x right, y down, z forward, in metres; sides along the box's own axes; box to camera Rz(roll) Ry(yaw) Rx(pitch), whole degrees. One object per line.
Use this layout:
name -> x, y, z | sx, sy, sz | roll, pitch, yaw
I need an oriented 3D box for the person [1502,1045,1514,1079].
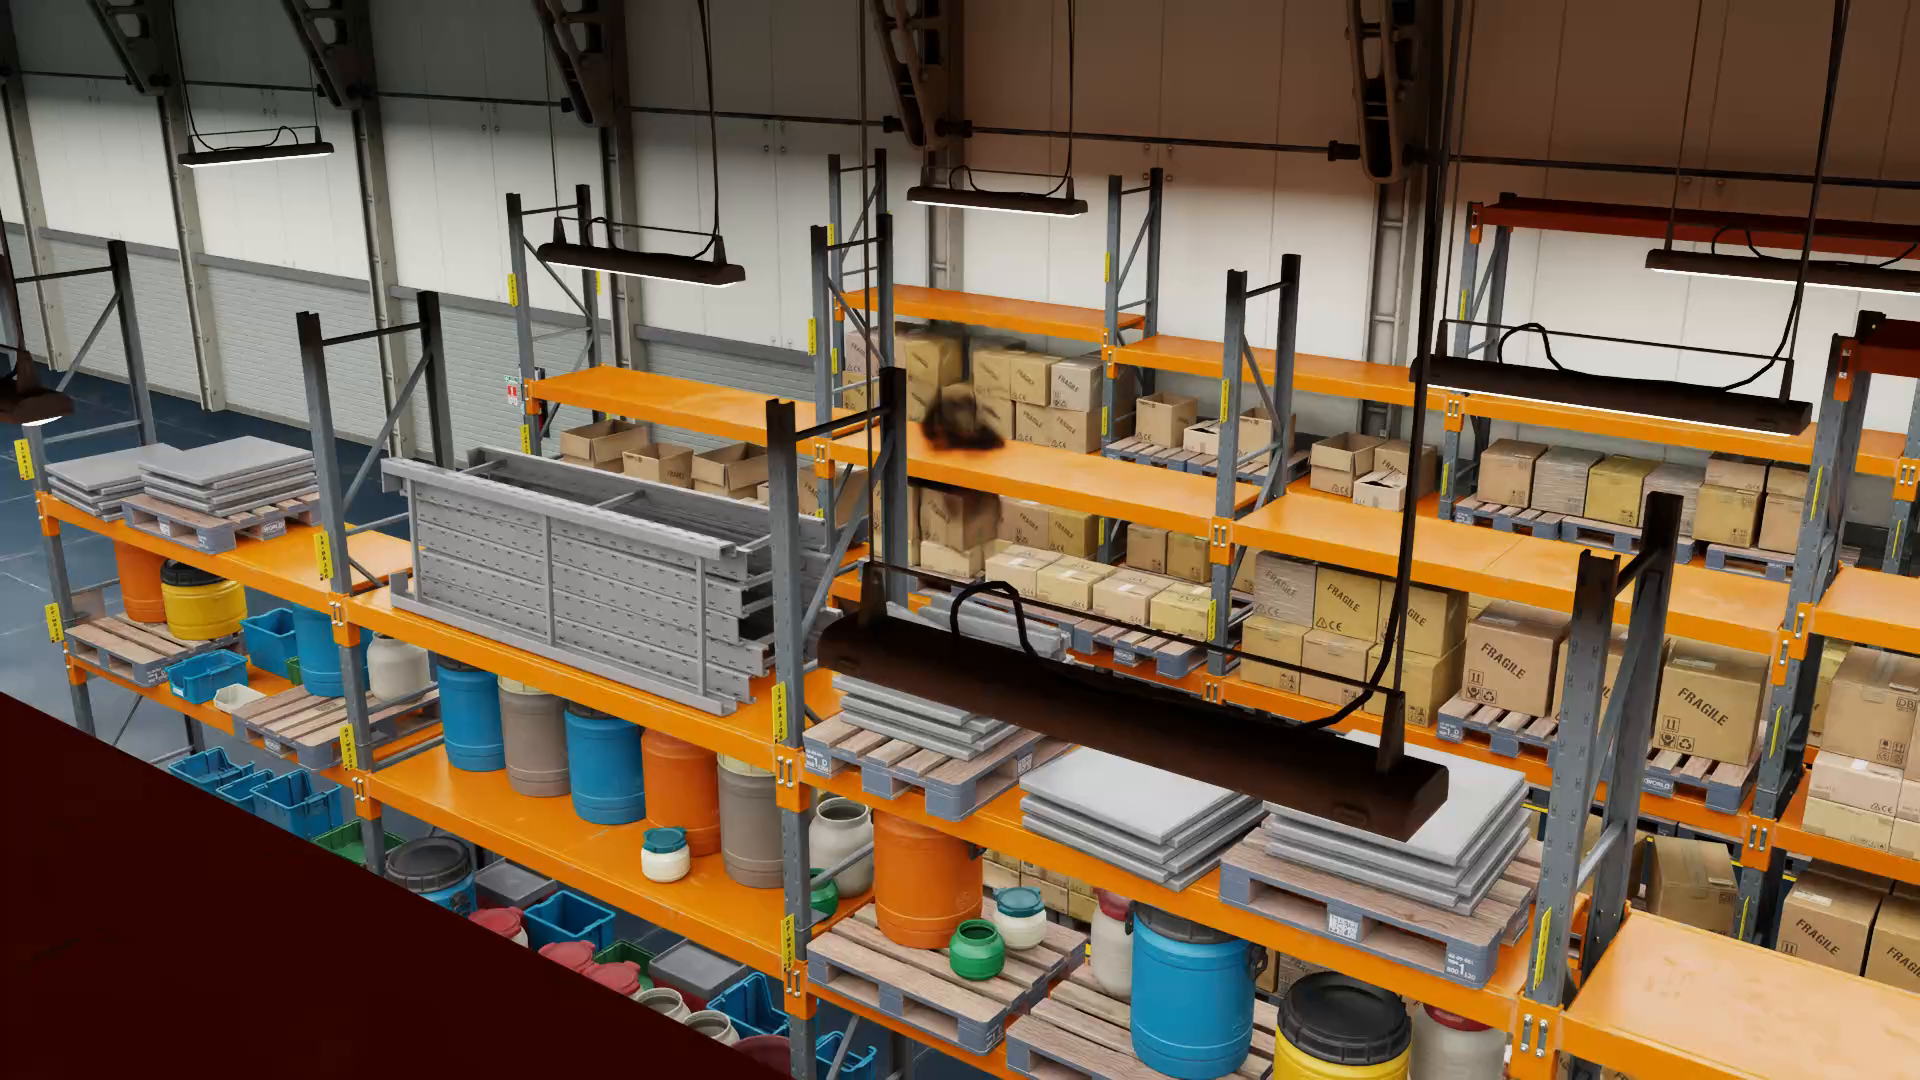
person -> 3.436, 3.958, 10.511 | 0.747, 1.816, 0.608 | 9, 21, 26
